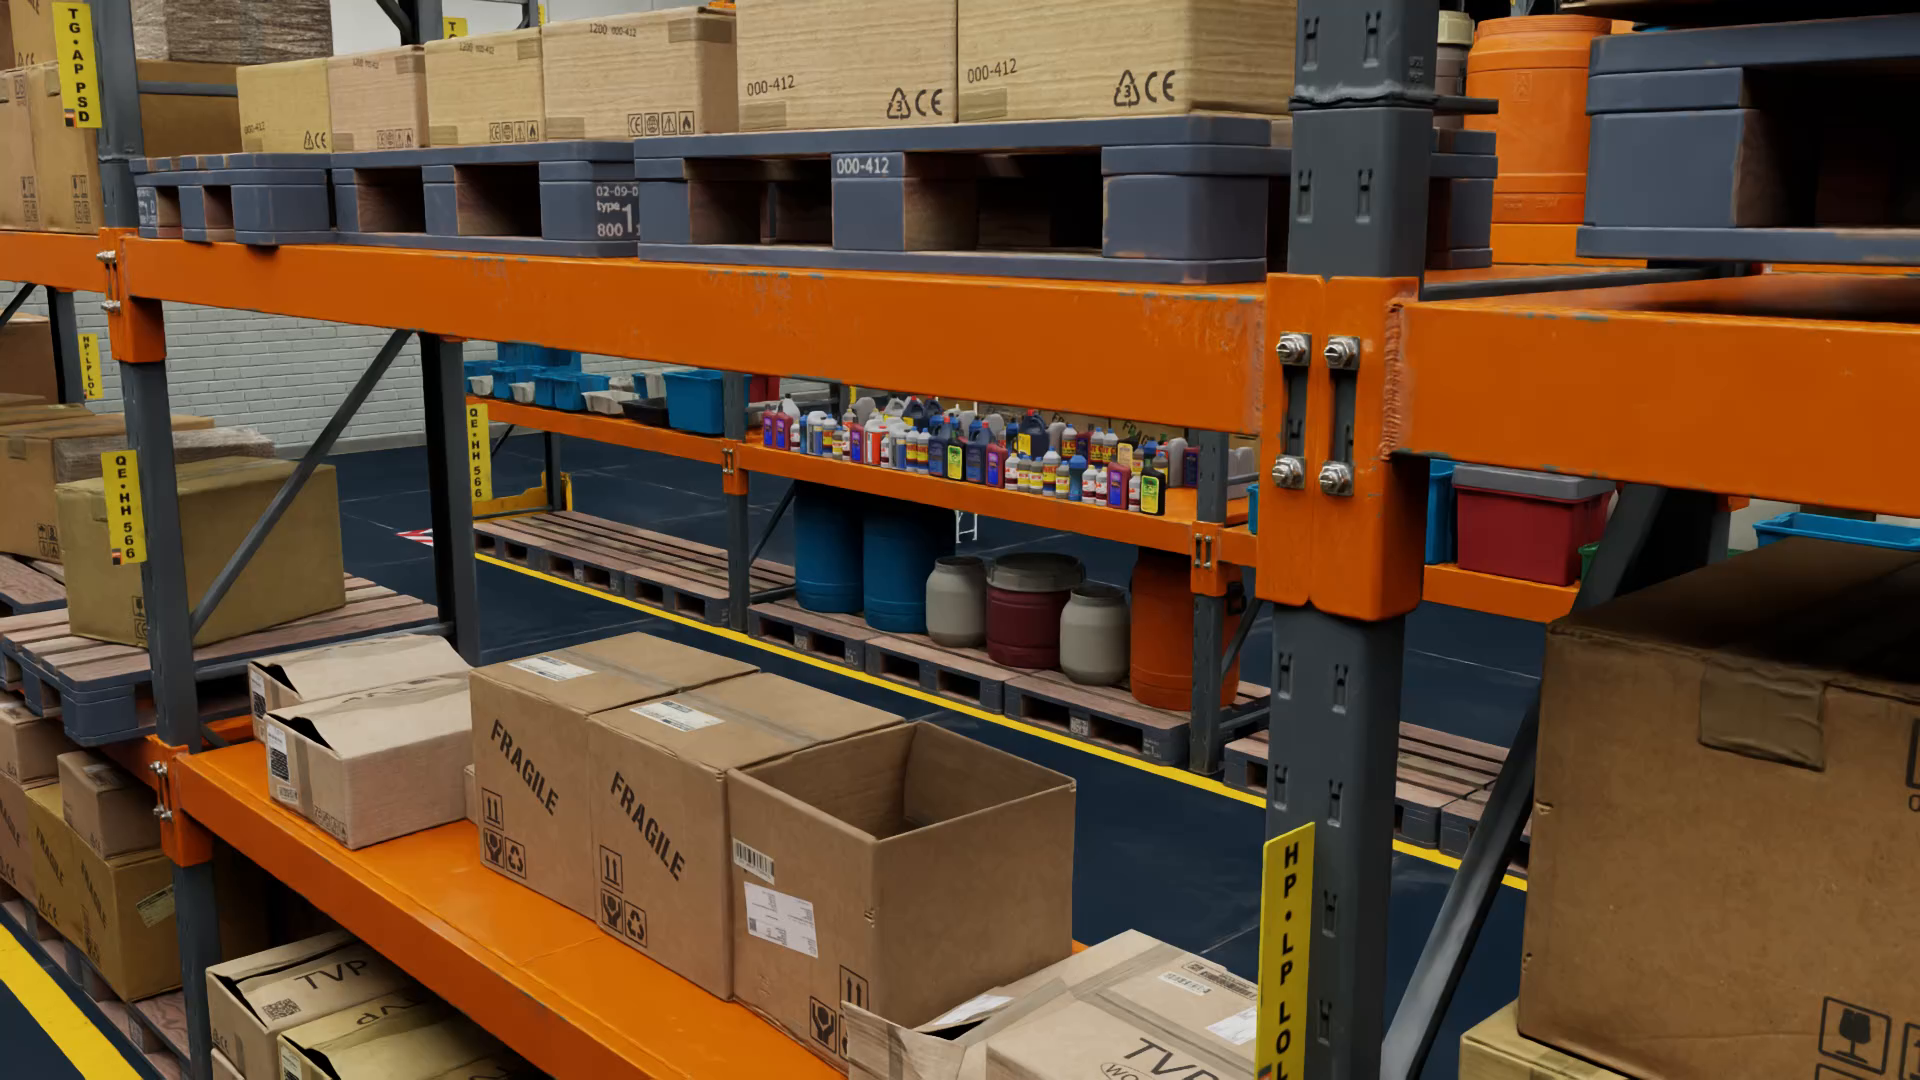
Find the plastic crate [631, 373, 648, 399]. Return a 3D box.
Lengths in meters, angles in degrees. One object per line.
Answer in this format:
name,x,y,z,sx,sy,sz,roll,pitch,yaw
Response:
plastic crate,-2.336,-1.182,12.982,0.416,0.233,0.300,-11,16,-43

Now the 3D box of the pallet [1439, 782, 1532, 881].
pallet,2.930,1.331,7.428,1.003,0.211,1.213,-11,16,-43

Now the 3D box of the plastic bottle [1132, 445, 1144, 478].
plastic bottle,1.048,-0.450,9.653,0.097,0.201,0.097,0,12,0

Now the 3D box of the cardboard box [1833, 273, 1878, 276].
cardboard box,10.746,-3.202,19.794,0.500,0.500,0.500,-11,16,-43

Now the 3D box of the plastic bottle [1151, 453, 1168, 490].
plastic bottle,1.123,-0.389,9.361,0.097,0.201,0.097,0,12,0

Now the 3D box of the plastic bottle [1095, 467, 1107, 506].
plastic bottle,0.771,-0.287,8.861,0.097,0.201,0.097,0,12,0

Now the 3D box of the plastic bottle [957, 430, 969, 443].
plastic bottle,0.032,-0.495,9.671,0.061,0.283,0.133,-11,16,-43

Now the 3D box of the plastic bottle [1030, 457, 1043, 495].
plastic bottle,0.435,-0.358,9.206,0.097,0.201,0.097,0,12,0

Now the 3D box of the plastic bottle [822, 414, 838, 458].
plastic bottle,-0.820,-0.657,10.486,0.097,0.271,0.097,0,12,0

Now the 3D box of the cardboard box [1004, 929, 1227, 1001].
cardboard box,0.298,0.908,3.195,0.380,0.149,0.250,-11,16,-43

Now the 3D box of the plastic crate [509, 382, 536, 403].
plastic crate,-3.377,-1.160,13.111,0.250,0.136,0.298,-11,16,-43

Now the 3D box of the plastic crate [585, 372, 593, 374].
plastic crate,-3.246,-1.305,13.818,0.396,0.136,0.243,-11,16,-43

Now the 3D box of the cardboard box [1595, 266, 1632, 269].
cardboard box,8.702,-3.630,21.873,0.500,0.500,0.500,-11,16,-43

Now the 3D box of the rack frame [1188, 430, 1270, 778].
rack frame,1.585,-0.331,8.585,1.000,3.000,0.127,-11,16,-43

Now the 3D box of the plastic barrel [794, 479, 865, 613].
plastic barrel,-0.814,-0.011,11.191,0.600,0.901,0.708,-11,16,-43

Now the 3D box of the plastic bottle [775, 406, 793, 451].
plastic bottle,-1.140,-0.725,10.788,0.061,0.283,0.133,-11,16,-43

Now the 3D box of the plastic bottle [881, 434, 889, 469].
plastic bottle,-0.433,-0.541,10.097,0.097,0.201,0.097,0,12,0

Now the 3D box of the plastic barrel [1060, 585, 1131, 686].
plastic barrel,0.780,0.543,9.468,0.421,0.512,0.421,0,12,0

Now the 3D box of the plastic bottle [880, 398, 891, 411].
plastic bottle,-0.479,-0.818,11.237,0.061,0.283,0.133,-11,16,-43

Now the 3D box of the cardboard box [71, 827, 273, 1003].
cardboard box,-2.816,1.264,5.949,0.500,0.500,0.500,-10,15,-40

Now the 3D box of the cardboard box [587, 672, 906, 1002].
cardboard box,-0.466,0.629,3.677,0.500,0.500,0.500,-11,16,-42

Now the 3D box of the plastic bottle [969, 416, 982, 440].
plastic bottle,0.105,-0.639,10.398,0.097,0.271,0.097,0,12,0

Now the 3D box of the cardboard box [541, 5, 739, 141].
cardboard box,-0.514,-0.947,3.470,0.500,0.250,0.500,10,15,40

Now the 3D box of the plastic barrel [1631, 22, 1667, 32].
plastic barrel,2.936,-1.697,6.539,0.600,0.901,0.708,-11,16,-43

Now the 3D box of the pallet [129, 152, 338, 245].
pallet,-1.467,-0.932,4.534,1.213,0.211,1.003,-10,15,-40

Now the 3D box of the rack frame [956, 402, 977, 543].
rack frame,0.054,-0.576,14.235,0.240,1.200,0.015,-11,16,-43

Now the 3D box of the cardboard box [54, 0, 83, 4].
cardboard box,-2.649,-1.788,5.498,0.500,0.500,0.500,-11,16,-43

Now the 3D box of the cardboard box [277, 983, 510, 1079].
cardboard box,-1.482,1.418,4.480,0.500,0.311,0.500,11,16,44

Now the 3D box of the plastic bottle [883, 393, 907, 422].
plastic bottle,-0.410,-0.782,10.896,0.144,0.351,0.185,-11,16,-43

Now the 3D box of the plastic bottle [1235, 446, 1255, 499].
plastic bottle,1.520,-0.379,9.123,0.152,0.276,0.135,-11,16,-43

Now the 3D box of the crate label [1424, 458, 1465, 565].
crate label,2.076,-0.166,7.695,0.502,0.435,0.616,-11,16,-43

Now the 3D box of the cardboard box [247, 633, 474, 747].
cardboard box,-1.780,0.461,4.959,0.500,0.311,0.500,-10,15,-39

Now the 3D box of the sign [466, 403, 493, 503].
sign,-1.601,-0.286,5.498,0.100,0.325,0.005,-11,16,-43

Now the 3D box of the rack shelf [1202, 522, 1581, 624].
rack shelf,2.966,0.313,7.241,1.077,0.370,4.000,-11,16,-43

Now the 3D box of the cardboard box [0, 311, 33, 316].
cardboard box,-5.241,-0.947,8.849,0.500,0.500,0.500,11,16,43

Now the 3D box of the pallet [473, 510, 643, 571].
pallet,-3.398,-0.007,13.923,1.003,0.211,1.213,-11,16,-43

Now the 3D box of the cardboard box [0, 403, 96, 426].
cardboard box,-4.076,-0.288,7.087,0.700,0.500,0.500,-8,14,-34

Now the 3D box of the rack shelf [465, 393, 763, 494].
rack shelf,-2.558,-0.854,12.908,1.077,0.370,4.000,-11,16,-43

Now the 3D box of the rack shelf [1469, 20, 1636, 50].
rack shelf,3.786,-3.703,12.860,1.077,0.370,4.000,-11,16,-43

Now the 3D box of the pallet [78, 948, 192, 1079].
pallet,-2.488,1.610,6.073,1.003,0.211,1.213,-11,16,-43

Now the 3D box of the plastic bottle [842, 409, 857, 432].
plastic bottle,-0.749,-0.785,11.281,0.097,0.201,0.097,0,12,0

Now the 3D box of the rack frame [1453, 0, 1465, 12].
rack frame,6.810,-6.508,23.700,1.000,3.000,0.127,-11,16,-43

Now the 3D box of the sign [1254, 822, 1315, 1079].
sign,0.377,0.491,1.921,0.100,0.325,0.005,-11,16,-43

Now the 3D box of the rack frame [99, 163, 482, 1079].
rack frame,-2.000,0.359,5.238,1.000,3.000,0.127,-11,16,-43

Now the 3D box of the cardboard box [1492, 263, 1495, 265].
cardboard box,5.542,-2.997,18.061,0.500,0.500,0.500,11,16,43

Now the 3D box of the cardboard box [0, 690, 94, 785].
cardboard box,-3.567,0.740,6.632,0.500,0.250,0.500,-11,16,-44

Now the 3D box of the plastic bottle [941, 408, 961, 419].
plastic bottle,-0.071,-0.715,10.755,0.152,0.276,0.135,-11,16,-43

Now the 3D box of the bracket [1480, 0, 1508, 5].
bracket,9.217,-9.372,28.682,0.235,0.232,0.430,-11,16,-43

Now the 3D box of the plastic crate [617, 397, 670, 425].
plastic crate,-2.145,-0.935,12.052,0.437,0.125,0.590,-11,16,-43

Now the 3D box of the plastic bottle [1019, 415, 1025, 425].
plastic bottle,0.375,-0.638,10.361,0.061,0.283,0.133,-11,16,-43

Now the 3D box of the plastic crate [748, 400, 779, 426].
plastic crate,-1.395,-0.903,11.866,0.396,0.136,0.243,-11,16,-43

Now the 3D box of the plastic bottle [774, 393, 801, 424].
plastic bottle,-1.141,-0.788,10.926,0.144,0.351,0.185,-11,16,-43

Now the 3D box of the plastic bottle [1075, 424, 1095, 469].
plastic bottle,0.755,-0.557,9.972,0.061,0.283,0.133,-11,16,-43

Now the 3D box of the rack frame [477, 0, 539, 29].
rack frame,-3.940,-4.437,13.647,1.000,3.000,0.127,-11,16,-43

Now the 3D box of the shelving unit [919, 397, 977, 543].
shelving unit,-0.114,-0.612,14.408,0.258,1.200,0.503,-11,16,-43

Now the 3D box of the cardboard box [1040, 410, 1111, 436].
cardboard box,1.386,-1.009,16.100,0.875,0.875,0.875,-11,16,-43

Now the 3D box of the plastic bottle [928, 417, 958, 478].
plastic bottle,-0.092,-0.549,9.764,0.144,0.351,0.185,-11,16,-43
